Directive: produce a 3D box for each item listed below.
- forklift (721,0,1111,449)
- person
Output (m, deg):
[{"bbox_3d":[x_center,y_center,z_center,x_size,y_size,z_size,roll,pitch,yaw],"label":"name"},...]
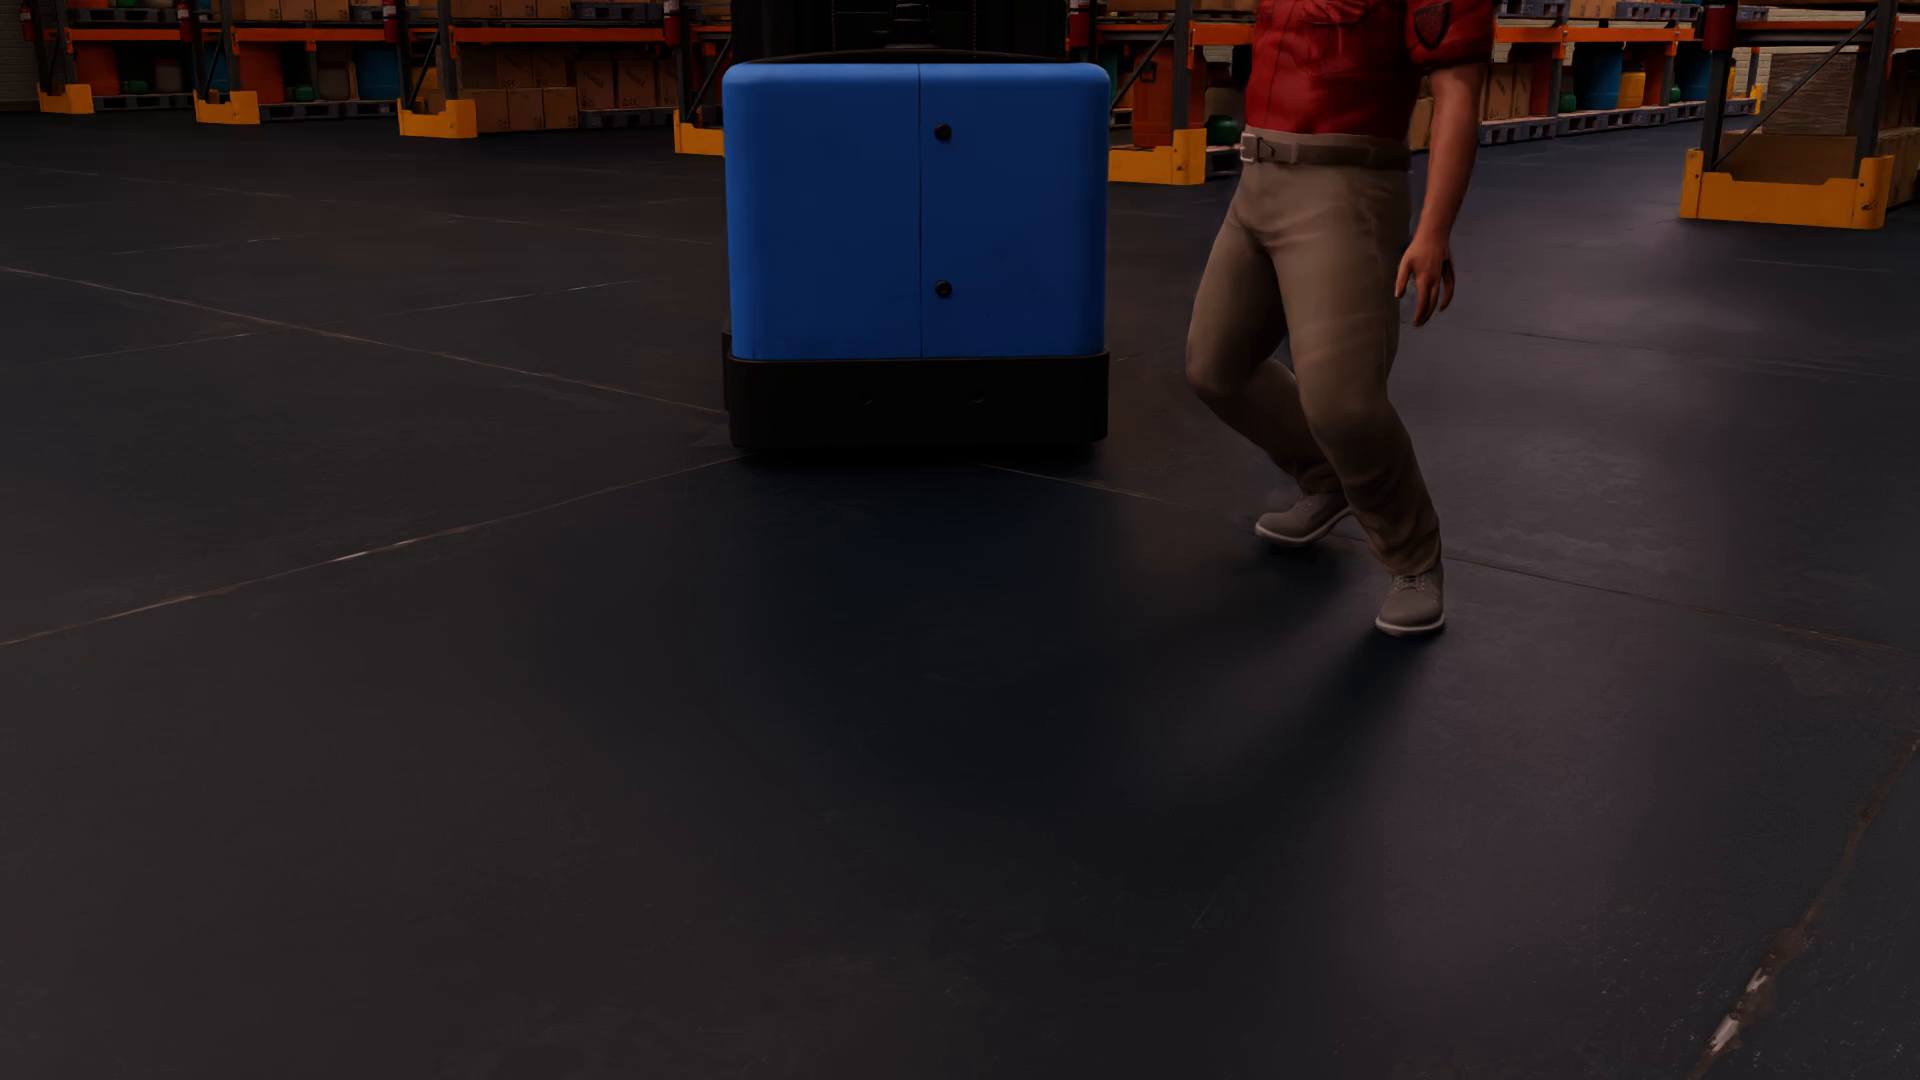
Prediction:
[{"bbox_3d":[-0.219,-2.028,5.577,1.130,2.935,3.031,-1,17,-4],"label":"forklift"},{"bbox_3d":[0.794,-0.713,3.476,0.505,1.652,0.897,-5,18,-17],"label":"person"}]
